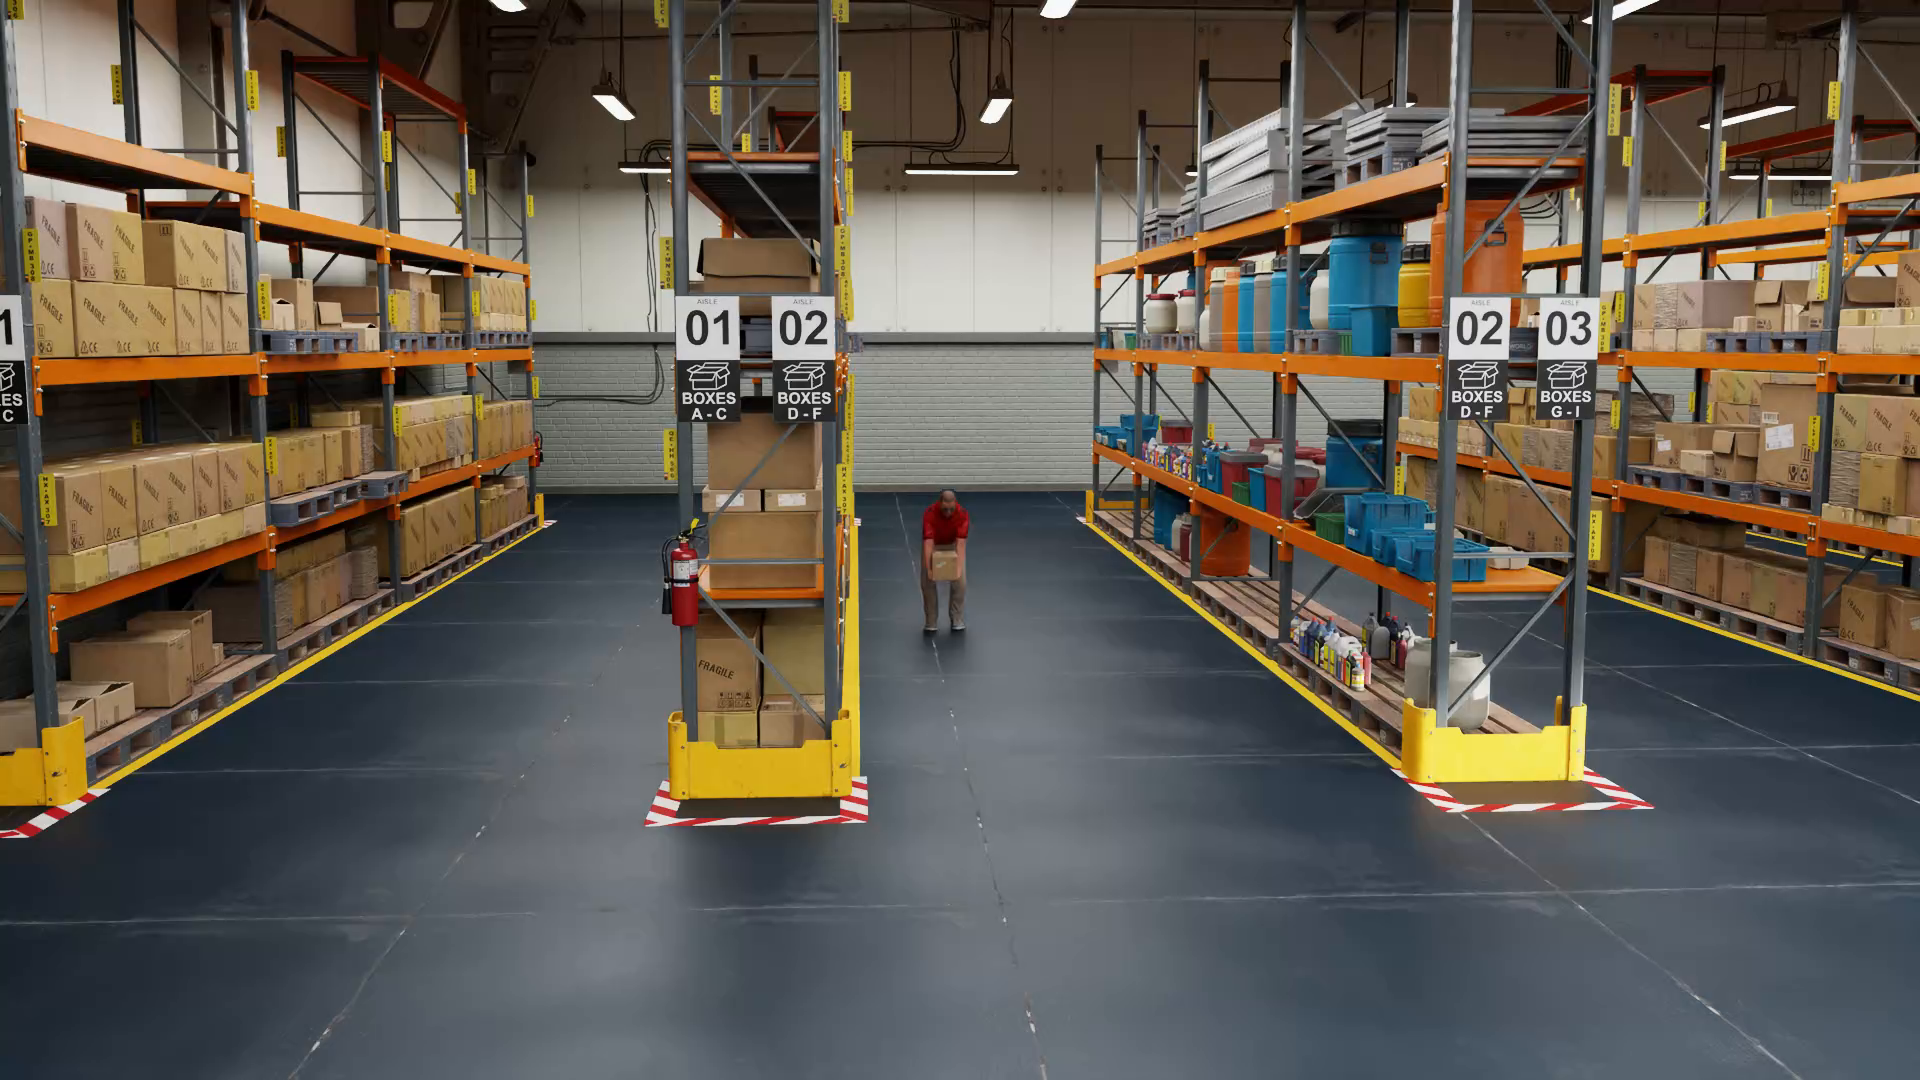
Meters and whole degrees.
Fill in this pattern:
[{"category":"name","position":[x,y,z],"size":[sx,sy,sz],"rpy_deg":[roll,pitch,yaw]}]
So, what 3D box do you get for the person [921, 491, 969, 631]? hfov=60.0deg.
[{"category":"person","position":[-0.155,0.202,16.797],"size":[0.476,1.456,0.815],"rpy_deg":[-1,7,-4]}]
